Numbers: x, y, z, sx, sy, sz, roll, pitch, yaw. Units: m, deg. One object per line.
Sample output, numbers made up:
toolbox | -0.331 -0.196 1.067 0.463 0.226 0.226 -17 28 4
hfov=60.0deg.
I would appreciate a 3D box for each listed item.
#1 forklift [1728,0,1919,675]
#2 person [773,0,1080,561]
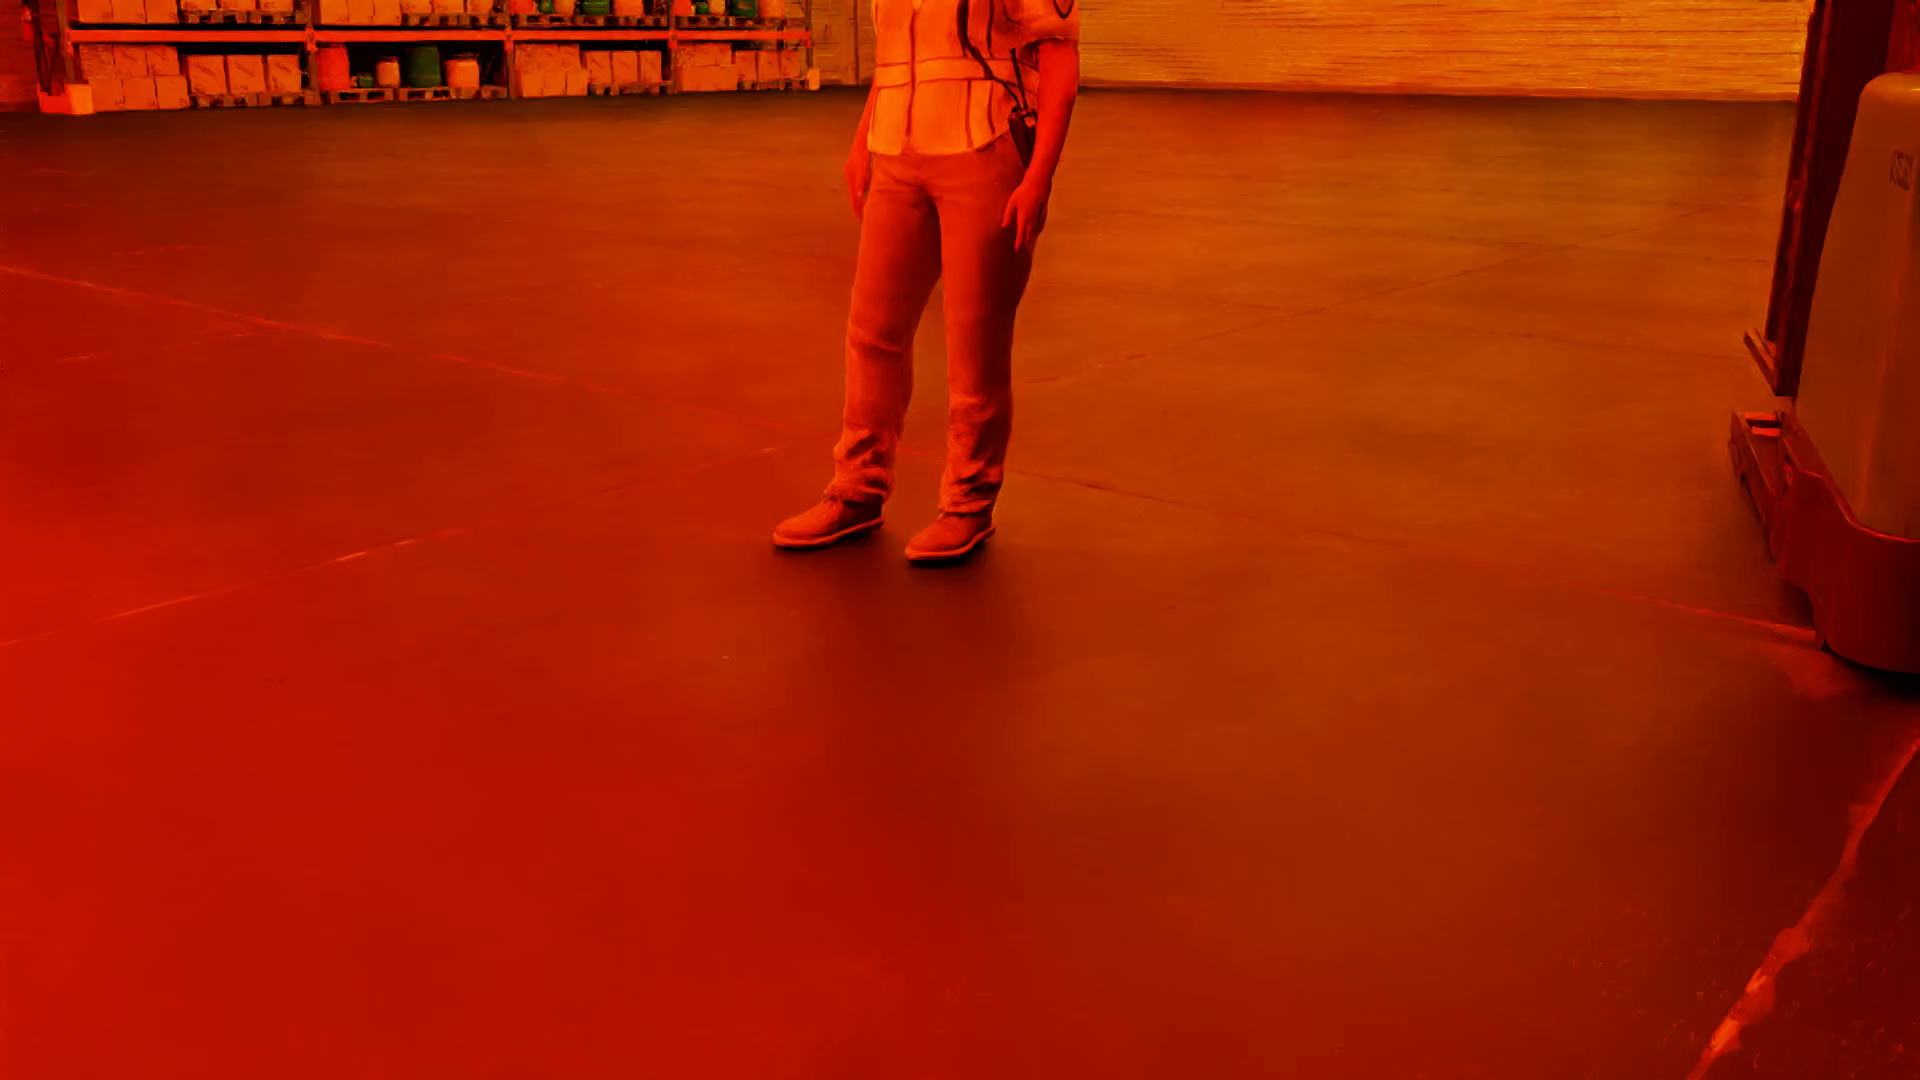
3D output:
forklift | 2.561 -1.473 3.749 1.130 2.935 3.031 6 18 19
person | -0.066 -0.792 3.655 0.598 1.669 0.529 13 21 37
